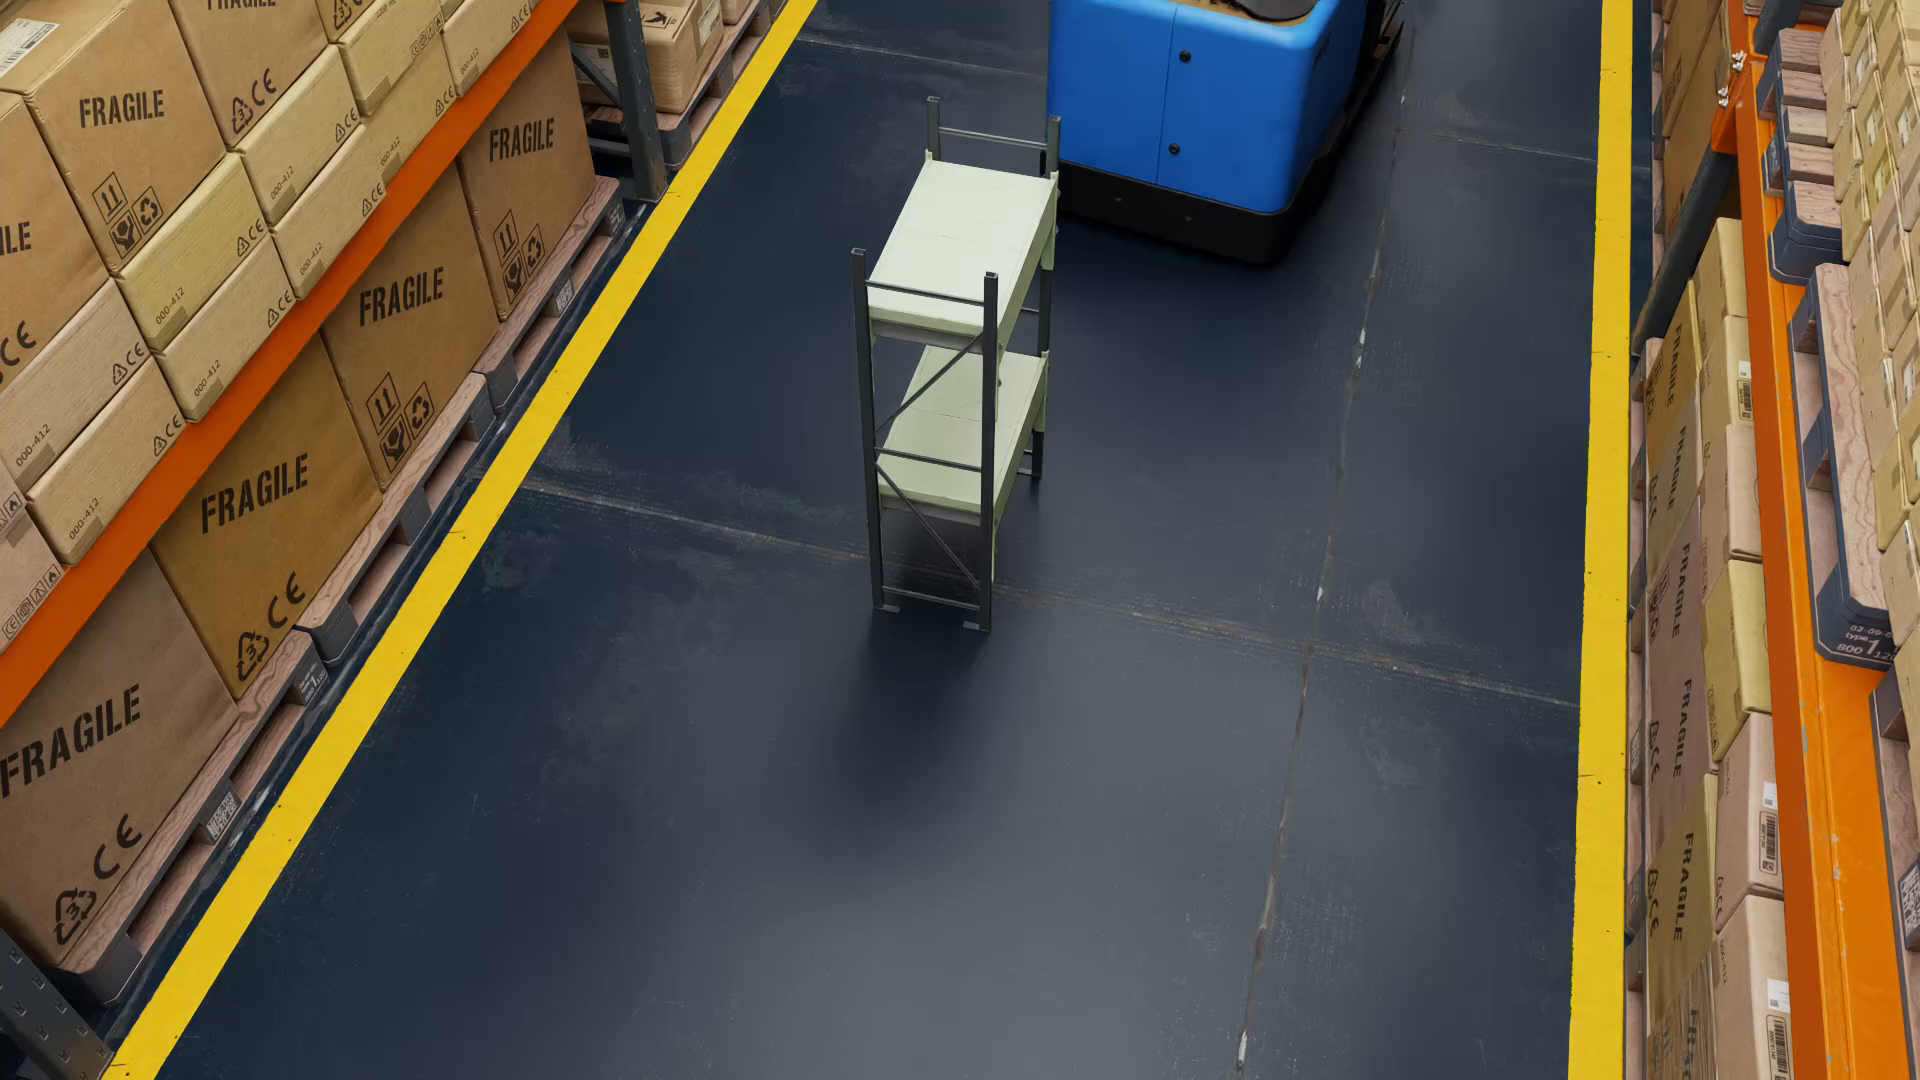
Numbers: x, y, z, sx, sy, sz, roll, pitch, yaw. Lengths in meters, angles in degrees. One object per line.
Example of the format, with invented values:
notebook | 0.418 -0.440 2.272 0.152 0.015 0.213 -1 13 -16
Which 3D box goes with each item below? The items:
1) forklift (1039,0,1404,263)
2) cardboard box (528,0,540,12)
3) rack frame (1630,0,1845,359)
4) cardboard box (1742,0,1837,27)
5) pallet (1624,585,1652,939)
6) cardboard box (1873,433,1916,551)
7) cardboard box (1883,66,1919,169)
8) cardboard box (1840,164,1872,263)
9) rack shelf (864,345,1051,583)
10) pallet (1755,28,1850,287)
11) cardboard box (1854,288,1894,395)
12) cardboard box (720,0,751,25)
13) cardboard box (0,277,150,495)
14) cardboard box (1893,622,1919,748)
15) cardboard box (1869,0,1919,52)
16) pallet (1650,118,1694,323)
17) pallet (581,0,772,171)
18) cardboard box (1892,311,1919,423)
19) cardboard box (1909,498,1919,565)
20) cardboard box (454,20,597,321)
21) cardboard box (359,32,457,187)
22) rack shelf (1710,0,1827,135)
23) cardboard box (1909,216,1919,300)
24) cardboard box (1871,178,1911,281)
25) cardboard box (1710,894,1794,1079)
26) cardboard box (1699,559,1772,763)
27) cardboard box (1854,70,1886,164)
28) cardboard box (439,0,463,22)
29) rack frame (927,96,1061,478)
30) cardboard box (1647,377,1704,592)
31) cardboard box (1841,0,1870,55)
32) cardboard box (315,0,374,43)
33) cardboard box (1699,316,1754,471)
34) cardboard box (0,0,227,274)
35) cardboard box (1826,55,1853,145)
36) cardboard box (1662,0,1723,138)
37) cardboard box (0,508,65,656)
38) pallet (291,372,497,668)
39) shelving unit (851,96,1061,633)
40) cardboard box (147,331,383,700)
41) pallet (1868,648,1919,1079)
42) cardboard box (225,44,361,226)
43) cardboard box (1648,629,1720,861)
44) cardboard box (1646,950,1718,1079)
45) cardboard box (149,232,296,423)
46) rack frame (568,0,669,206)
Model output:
forklift | 1.397 -3.194 6.614 1.130 2.935 3.031 19 51 16
cardboard box | -1.619 -2.075 5.681 0.500 0.250 0.500 10 49 9
rack frame | 3.066 -1.638 5.195 1.000 3.000 0.127 12 50 10
cardboard box | 2.925 -2.050 5.492 0.500 0.500 0.500 12 50 10
pallet | 2.535 0.729 4.965 1.003 0.211 1.213 12 50 10
cardboard box | 2.266 -0.070 3.698 0.380 0.149 0.250 14 50 12
cardboard box | 2.550 -1.032 4.151 0.380 0.149 0.250 10 49 8
cardboard box | 2.542 -0.825 4.365 0.380 0.149 0.250 14 50 12
rack shelf | 0.002 -0.285 5.436 0.431 0.370 0.720 12 50 10
pallet | 2.981 -1.038 4.793 1.213 0.211 1.003 12 50 10
cardboard box | 2.406 -0.450 4.034 0.380 0.149 0.250 12 50 11
cardboard box | -1.392 -2.753 7.652 0.950 0.372 0.625 11 49 9
cardboard box | -2.291 -0.409 3.877 0.500 0.250 0.500 12 50 11
cardboard box | 2.128 0.324 3.351 0.380 0.149 0.250 9 49 8
cardboard box | 2.689 -1.400 4.475 0.380 0.149 0.250 10 49 9
pallet | 3.346 -1.271 6.731 1.003 0.211 1.213 12 50 10
pallet | -1.529 -2.184 7.537 1.003 0.211 1.213 12 50 10
cardboard box | 2.340 -0.354 3.751 0.380 0.149 0.250 13 50 11
cardboard box | 2.201 0.018 3.422 0.380 0.149 0.250 9 49 8
cardboard box | -1.999 -1.494 6.205 0.875 0.875 0.875 11 50 10
cardboard box | -1.887 -1.341 5.033 0.500 0.250 0.500 11 50 10
rack shelf | 3.592 -2.846 6.741 1.077 0.370 4.000 12 50 10
cardboard box | 2.413 -0.644 3.808 0.380 0.149 0.250 13 50 11
cardboard box | 2.476 -0.729 4.082 0.380 0.149 0.250 12 50 10
cardboard box | 1.965 1.107 3.659 0.500 0.250 0.500 10 49 9
cardboard box | 2.238 0.353 4.325 0.500 0.250 0.500 10 49 8
cardboard box | 2.608 -1.092 4.402 0.380 0.149 0.250 10 49 9
cardboard box | -1.750 -1.885 5.180 0.500 0.250 0.500 10 49 9
rack frame | 0.098 -0.766 5.426 0.400 1.500 0.023 12 50 10
cardboard box | 2.504 -0.124 5.246 0.500 0.500 0.500 12 50 10
cardboard box | 2.745 -1.482 4.747 0.380 0.149 0.250 14 50 12
cardboard box | -1.885 -1.749 4.560 0.500 0.500 0.500 12 50 10
cardboard box | 2.517 -0.380 4.972 0.500 0.250 0.500 11 49 10
cardboard box | -2.155 -1.010 3.907 0.500 0.500 0.500 10 49 9
cardboard box | 2.682 -1.216 4.710 0.380 0.149 0.250 14 50 12
cardboard box | 3.539 -2.088 6.813 1.050 0.750 0.750 12 50 11
cardboard box | -2.419 0.135 3.730 0.500 0.250 0.500 11 49 9
pallet | -2.340 -0.184 5.771 1.003 0.211 1.213 12 50 10
shelving unit | 0.002 -0.501 5.192 0.431 1.500 0.755 12 50 10
cardboard box | -2.473 -0.203 5.066 0.875 0.875 0.875 13 50 11
pallet | 2.354 0.795 3.176 1.003 0.211 1.213 12 50 10
cardboard box | -2.002 -1.135 4.518 0.500 0.250 0.500 10 49 9
cardboard box | 2.239 0.617 4.592 0.500 0.500 0.500 11 49 9
cardboard box | 1.964 1.359 3.937 0.500 0.500 0.500 11 49 9
cardboard box | -2.134 -0.607 4.385 0.500 0.250 0.500 11 50 10
rack frame | -1.737 -2.542 5.993 1.000 3.000 0.127 12 50 10
